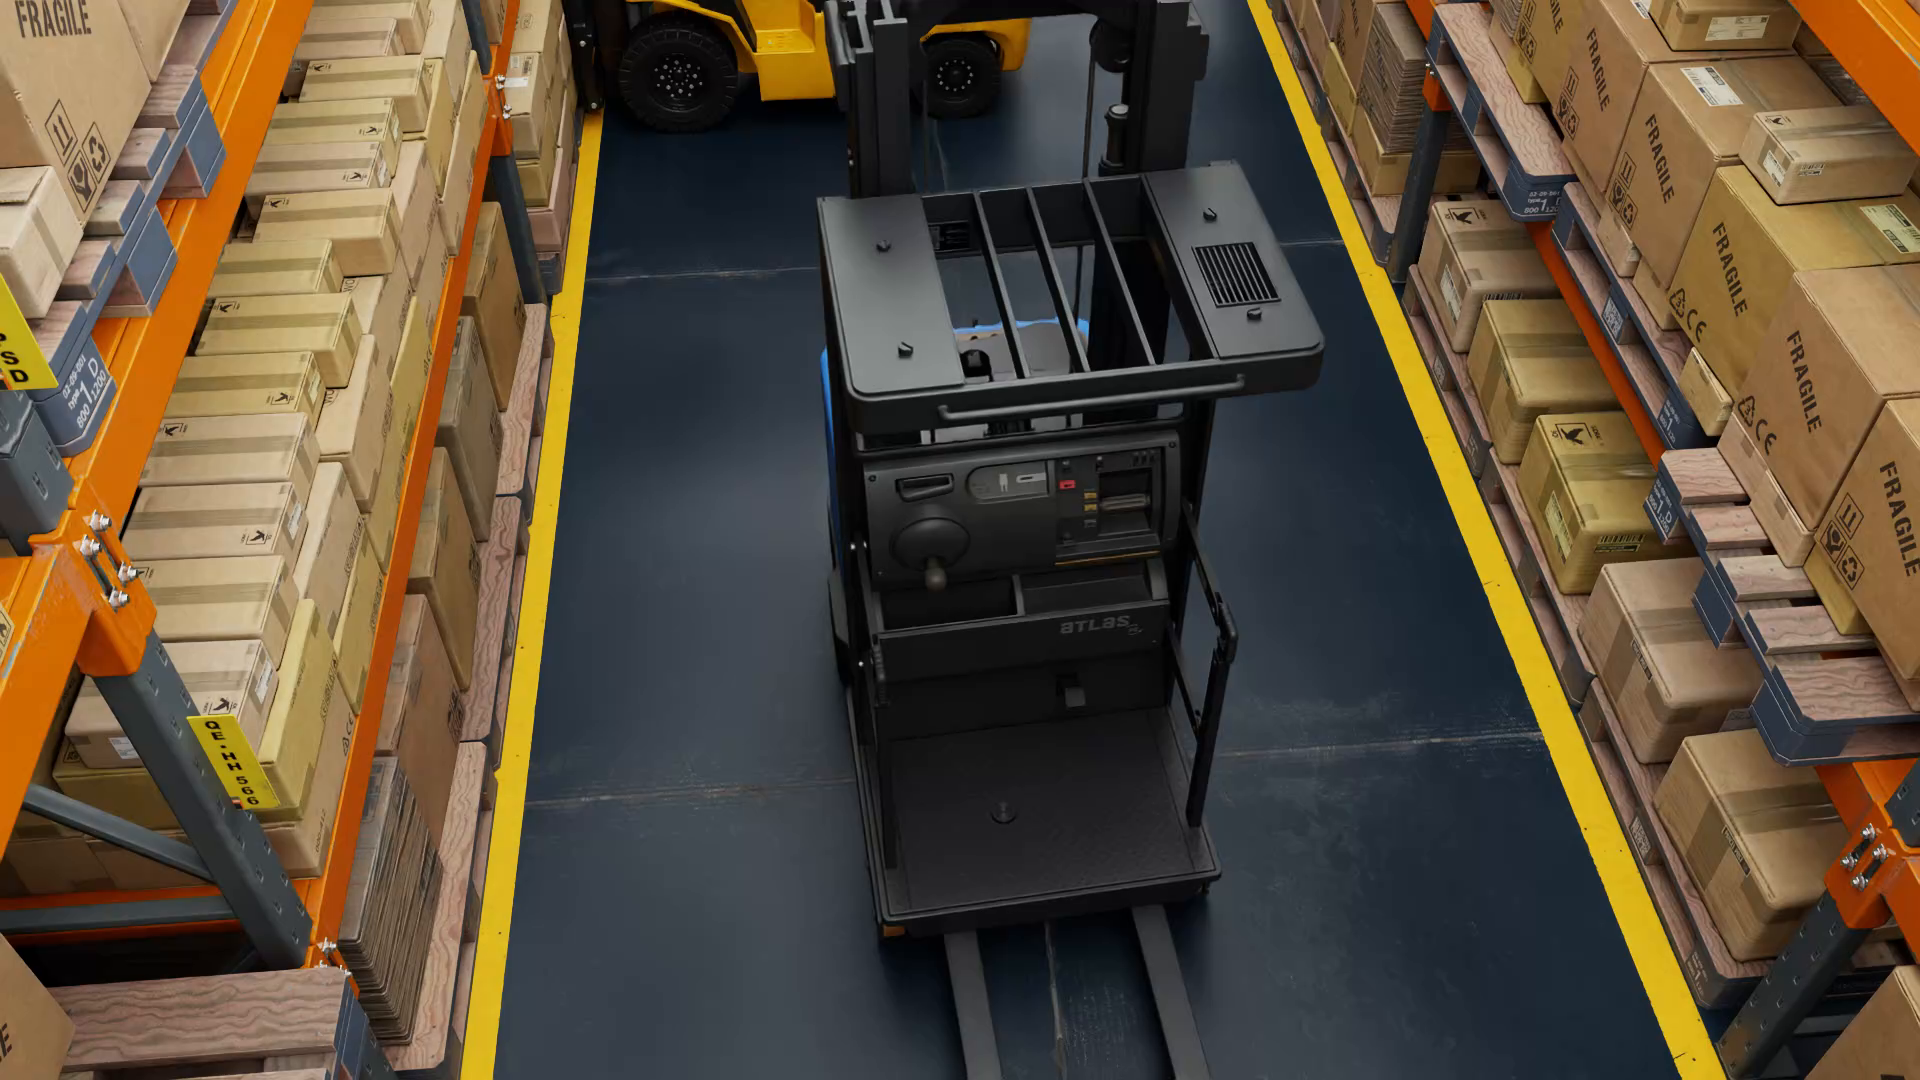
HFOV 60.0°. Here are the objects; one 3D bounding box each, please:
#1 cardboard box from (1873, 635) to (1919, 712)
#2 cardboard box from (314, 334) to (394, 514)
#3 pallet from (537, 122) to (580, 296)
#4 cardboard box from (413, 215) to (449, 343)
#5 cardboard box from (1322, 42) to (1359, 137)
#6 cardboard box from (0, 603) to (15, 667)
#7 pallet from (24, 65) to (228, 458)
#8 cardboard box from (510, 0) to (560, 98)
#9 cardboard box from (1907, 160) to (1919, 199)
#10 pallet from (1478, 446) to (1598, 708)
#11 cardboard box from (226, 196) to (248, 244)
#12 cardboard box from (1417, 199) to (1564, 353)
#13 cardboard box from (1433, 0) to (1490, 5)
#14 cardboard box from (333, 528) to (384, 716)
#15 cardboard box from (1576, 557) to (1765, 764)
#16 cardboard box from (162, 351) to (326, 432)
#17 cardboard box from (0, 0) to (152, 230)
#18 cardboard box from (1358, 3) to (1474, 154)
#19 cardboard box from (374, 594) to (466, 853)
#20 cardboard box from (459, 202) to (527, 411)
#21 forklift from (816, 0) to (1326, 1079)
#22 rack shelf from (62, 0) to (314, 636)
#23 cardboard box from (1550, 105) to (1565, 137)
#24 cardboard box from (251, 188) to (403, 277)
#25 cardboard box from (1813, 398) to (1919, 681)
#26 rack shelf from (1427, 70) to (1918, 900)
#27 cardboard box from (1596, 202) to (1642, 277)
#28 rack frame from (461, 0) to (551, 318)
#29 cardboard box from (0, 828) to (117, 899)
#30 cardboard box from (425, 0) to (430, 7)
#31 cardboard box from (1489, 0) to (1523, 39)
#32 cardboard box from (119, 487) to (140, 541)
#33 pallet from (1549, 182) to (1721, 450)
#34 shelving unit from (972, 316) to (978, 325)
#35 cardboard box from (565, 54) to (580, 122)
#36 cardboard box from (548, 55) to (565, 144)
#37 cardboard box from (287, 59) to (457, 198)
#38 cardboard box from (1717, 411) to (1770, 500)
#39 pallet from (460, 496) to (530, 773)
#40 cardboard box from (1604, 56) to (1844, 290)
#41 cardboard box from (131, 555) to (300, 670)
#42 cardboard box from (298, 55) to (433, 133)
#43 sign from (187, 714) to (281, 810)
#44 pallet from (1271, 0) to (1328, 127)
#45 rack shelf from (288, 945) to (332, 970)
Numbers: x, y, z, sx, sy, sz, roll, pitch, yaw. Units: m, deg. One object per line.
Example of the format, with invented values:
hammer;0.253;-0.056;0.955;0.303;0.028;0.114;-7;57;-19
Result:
cardboard box;2.617;0.295;4.288;0.380;0.149;0.250;-2;47;-2
cardboard box;-1.927;-0.318;4.744;0.500;0.250;0.500;-5;47;-4
pallet;-2.426;-1.632;8.151;1.003;0.211;1.213;-3;47;-3
cardboard box;-2.040;-0.889;5.629;0.500;0.250;0.500;-3;47;-3
cardboard box;2.172;-2.313;8.479;0.500;0.250;0.500;-5;47;-4
cardboard box;-1.782;0.257;2.478;0.500;0.250;0.500;-5;47;-5
pallet;-2.213;-0.571;3.289;1.213;0.211;1.003;-2;47;-1
cardboard box;-2.162;-2.296;7.774;0.500;0.250;0.500;-3;47;-3
cardboard box;2.970;-0.805;4.883;0.500;0.500;0.500;-3;47;-3
pallet;2.716;0.089;6.520;1.003;0.211;1.213;-3;47;-3
cardboard box;-2.551;-1.015;5.404;0.500;0.250;0.500;-5;47;-4
cardboard box;2.591;-1.179;7.322;0.950;0.372;0.625;-3;47;-3
cardboard box;2.214;-2.445;7.173;0.380;0.149;0.250;-4;47;-4
cardboard box;-1.898;0.232;4.567;0.500;0.250;0.500;-4;47;-4
cardboard box;2.772;0.393;5.833;0.950;0.372;0.625;-4;47;-4
cardboard box;-1.956;-0.371;4.520;0.380;0.149;0.250;-3;47;-3
cardboard box;-1.885;-0.903;3.046;0.500;0.500;0.500;-3;47;-3
cardboard box;2.227;-2.186;7.843;0.500;0.500;0.500;-4;47;-4
cardboard box;-2.168;0.628;5.435;0.875;0.625;0.625;-2;47;-2
cardboard box;-2.347;-0.964;6.944;0.875;0.625;0.625;-2;47;-2
forklift;0.224;0.015;4.717;1.130;2.935;3.031;-7;47;-6
rack shelf;-2.234;-1.350;4.393;1.077;0.370;4.000;-3;47;-3
cardboard box;2.388;-1.575;6.060;0.380;0.149;0.250;-1;47;-1
cardboard box;-1.916;-0.927;5.047;0.380;0.149;0.250;-5;47;-4
cardboard box;2.564;-0.017;4.137;0.500;0.500;0.500;-5;47;-4
rack shelf;2.712;-0.623;5.770;1.077;0.370;4.000;-3;47;-3
cardboard box;2.357;-1.012;5.526;0.380;0.149;0.250;-2;47;-2
rack frame;-2.402;-2.013;6.591;1.000;3.000;0.127;-3;47;-3
cardboard box;-2.359;0.623;4.198;0.500;0.250;0.500;-4;47;-4
cardboard box;-2.152;-2.037;6.098;0.380;0.149;0.250;-2;47;-2
cardboard box;2.298;-2.242;6.245;0.500;0.500;0.500;-2;47;-2
cardboard box;-2.426;0.082;4.365;0.500;0.250;0.500;-3;47;-3
pallet;2.673;-0.787;5.562;1.003;0.211;1.213;-3;47;-3
shelving unit;-0.036;-0.452;6.558;0.258;0.900;0.210;-7;47;-6
cardboard box;-2.229;-2.320;8.485;0.500;0.250;0.500;-3;47;-3
cardboard box;-2.179;-2.117;7.949;0.500;0.250;0.500;-4;47;-4
cardboard box;-2.056;-1.422;5.790;0.500;0.250;0.500;-5;47;-4
cardboard box;2.444;-0.256;4.811;0.380;0.149;0.250;-5;47;-5
pallet;-2.196;0.361;6.263;1.003;0.211;1.213;-3;47;-3
cardboard box;2.422;-1.150;5.210;0.500;0.500;0.500;-5;47;-5
cardboard box;-1.824;0.182;3.996;0.380;0.149;0.250;-3;47;-2
cardboard box;-1.990;-1.489;5.579;0.380;0.149;0.250;-5;47;-5
sign;-1.527;0.470;3.496;0.100;0.325;0.005;-3;47;-3
pallet;2.348;-2.727;9.188;1.003;0.211;1.213;-3;47;-3
rack shelf;-1.899;2.575;2.741;1.077;0.370;4.000;-3;47;-3
